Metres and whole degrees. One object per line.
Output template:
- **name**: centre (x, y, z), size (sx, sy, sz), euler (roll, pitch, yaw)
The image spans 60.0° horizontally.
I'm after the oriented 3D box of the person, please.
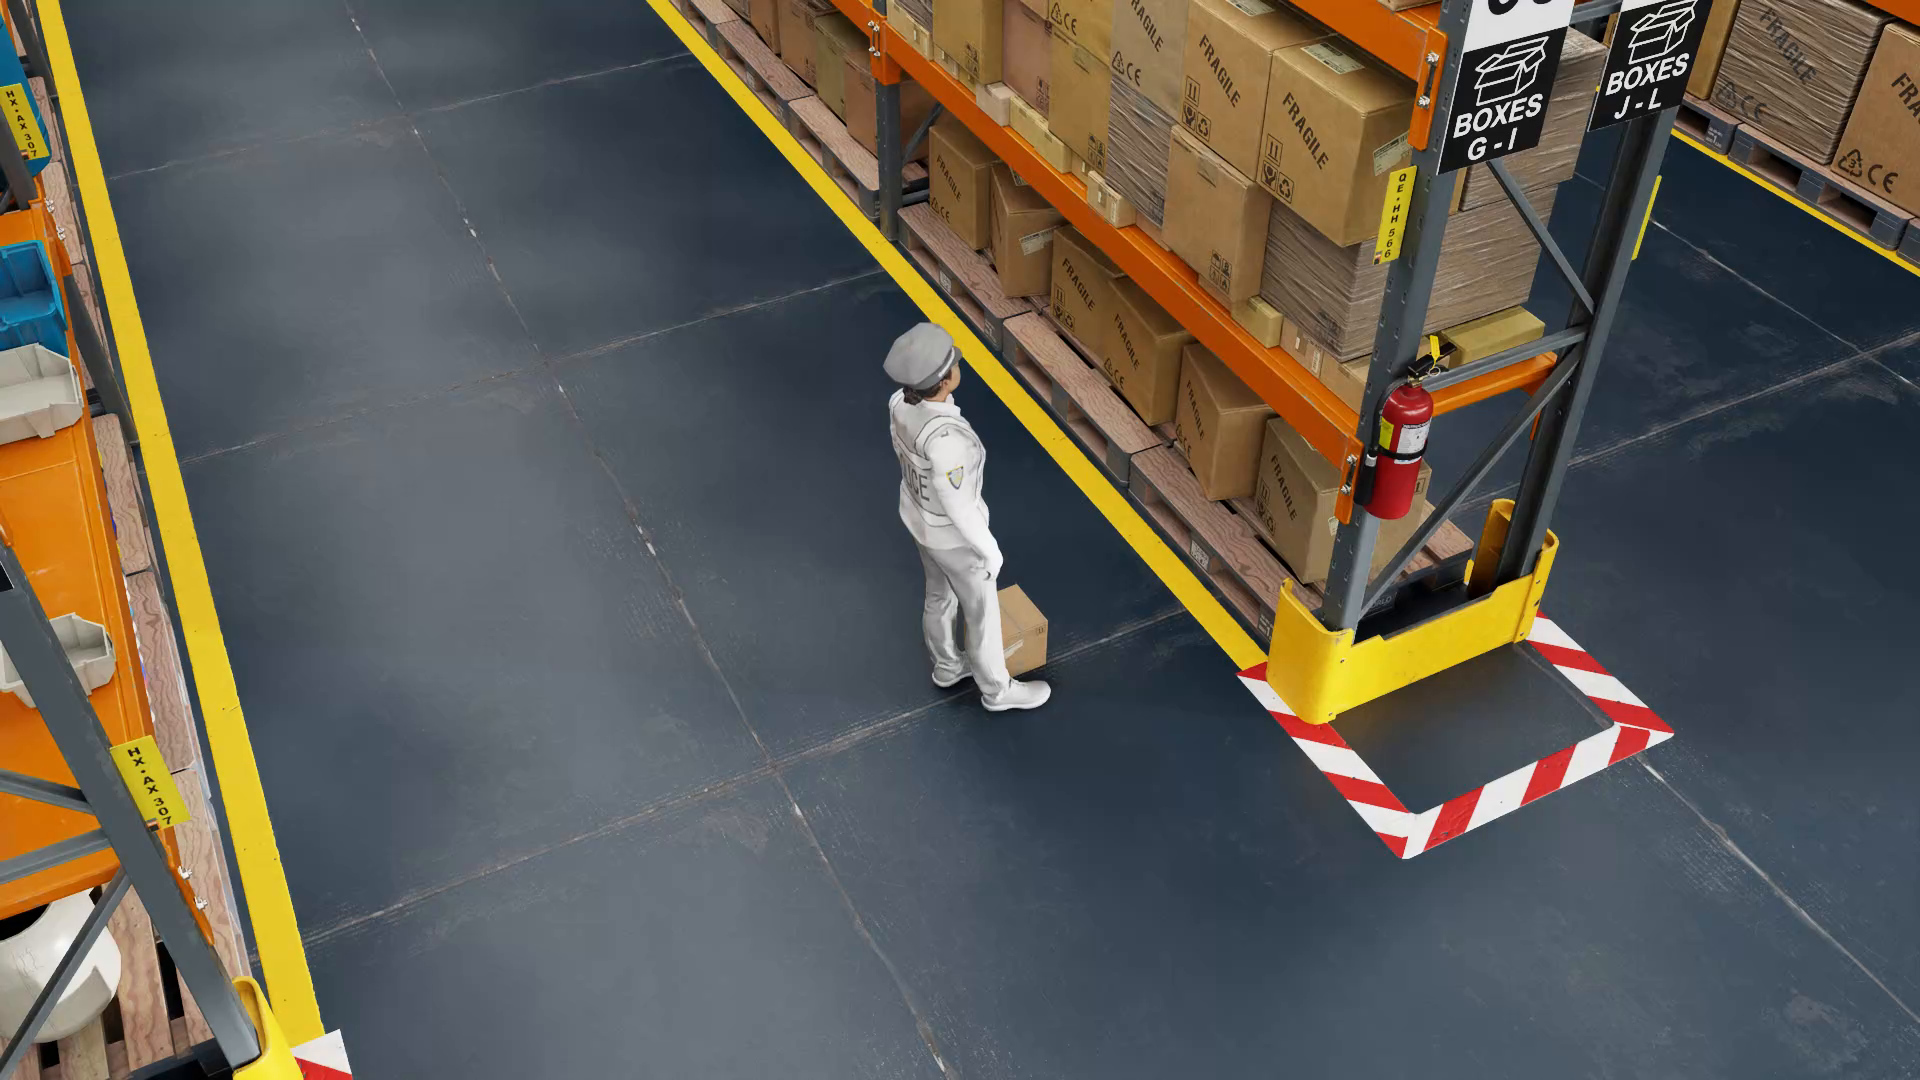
- **person**: centre (0.014, -0.082, 6.213), size (0.534, 1.697, 0.587), euler (-19, 45, -20)
